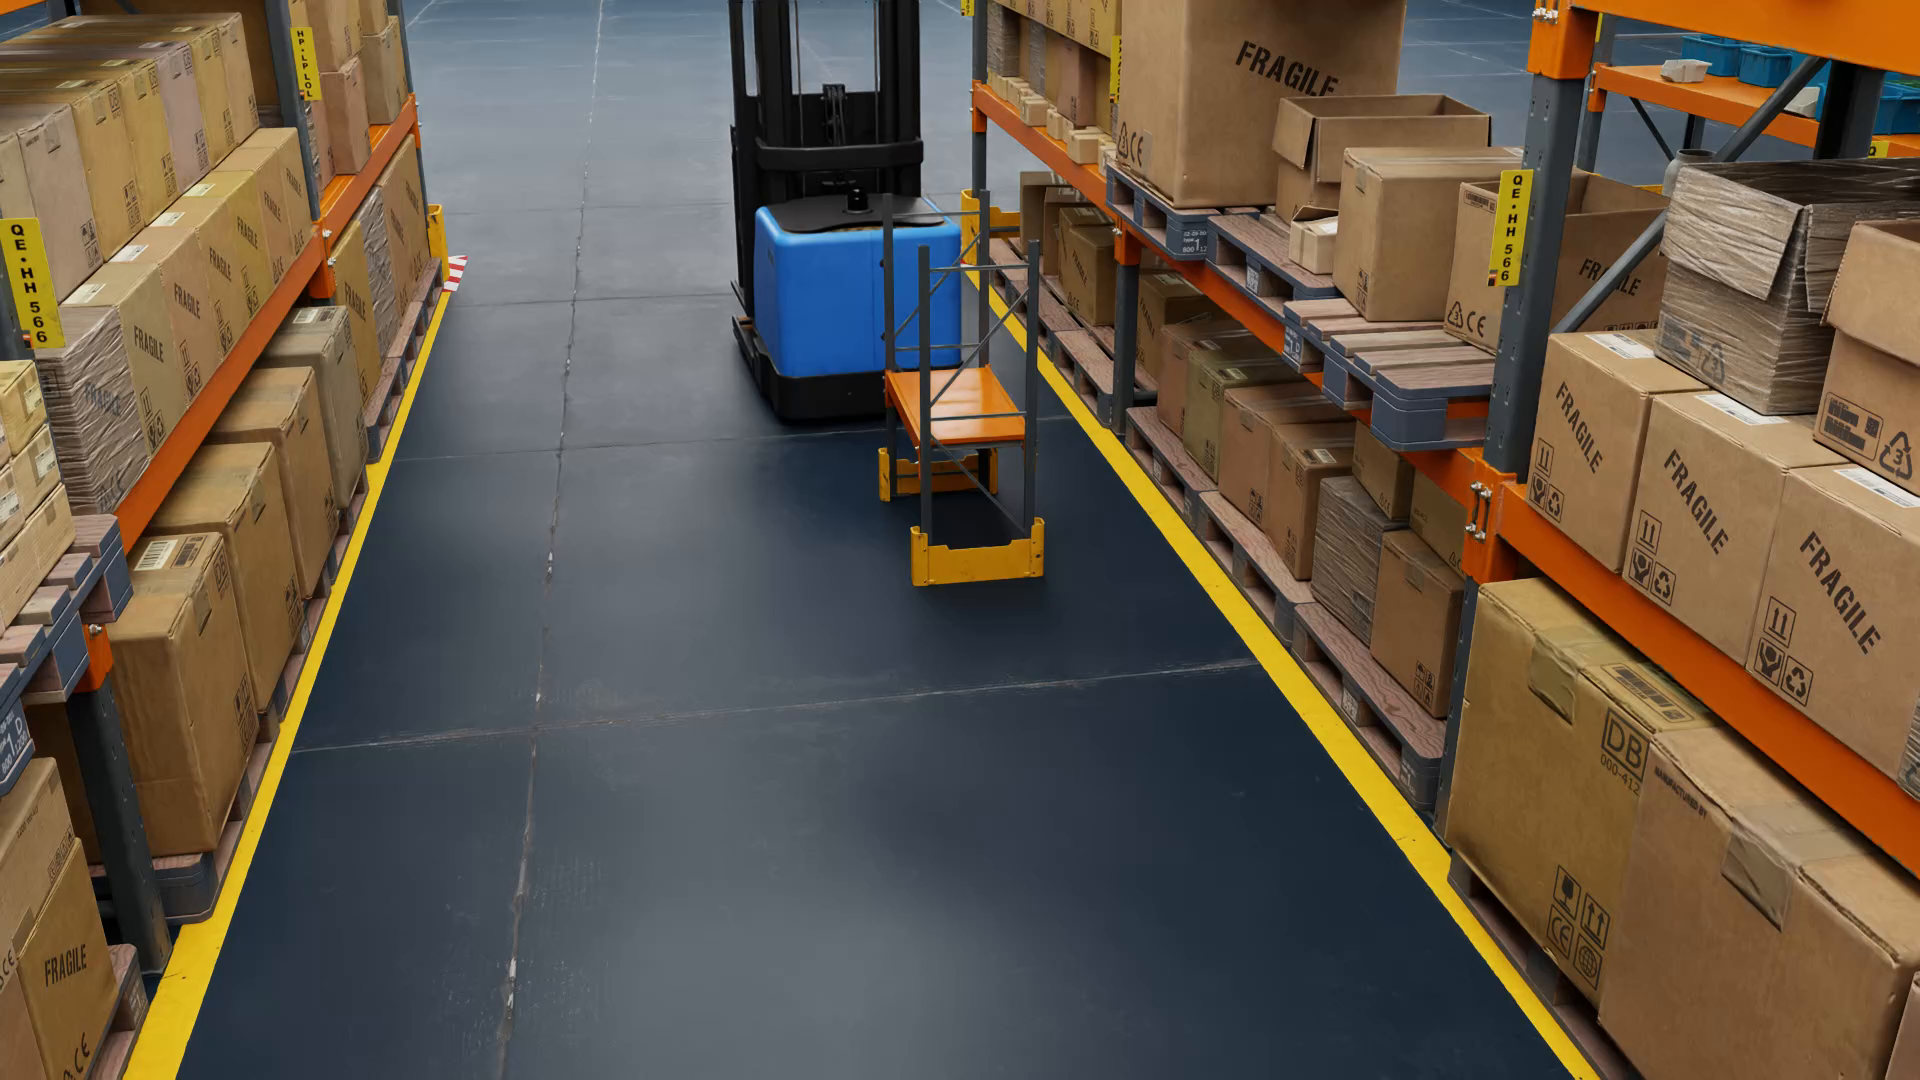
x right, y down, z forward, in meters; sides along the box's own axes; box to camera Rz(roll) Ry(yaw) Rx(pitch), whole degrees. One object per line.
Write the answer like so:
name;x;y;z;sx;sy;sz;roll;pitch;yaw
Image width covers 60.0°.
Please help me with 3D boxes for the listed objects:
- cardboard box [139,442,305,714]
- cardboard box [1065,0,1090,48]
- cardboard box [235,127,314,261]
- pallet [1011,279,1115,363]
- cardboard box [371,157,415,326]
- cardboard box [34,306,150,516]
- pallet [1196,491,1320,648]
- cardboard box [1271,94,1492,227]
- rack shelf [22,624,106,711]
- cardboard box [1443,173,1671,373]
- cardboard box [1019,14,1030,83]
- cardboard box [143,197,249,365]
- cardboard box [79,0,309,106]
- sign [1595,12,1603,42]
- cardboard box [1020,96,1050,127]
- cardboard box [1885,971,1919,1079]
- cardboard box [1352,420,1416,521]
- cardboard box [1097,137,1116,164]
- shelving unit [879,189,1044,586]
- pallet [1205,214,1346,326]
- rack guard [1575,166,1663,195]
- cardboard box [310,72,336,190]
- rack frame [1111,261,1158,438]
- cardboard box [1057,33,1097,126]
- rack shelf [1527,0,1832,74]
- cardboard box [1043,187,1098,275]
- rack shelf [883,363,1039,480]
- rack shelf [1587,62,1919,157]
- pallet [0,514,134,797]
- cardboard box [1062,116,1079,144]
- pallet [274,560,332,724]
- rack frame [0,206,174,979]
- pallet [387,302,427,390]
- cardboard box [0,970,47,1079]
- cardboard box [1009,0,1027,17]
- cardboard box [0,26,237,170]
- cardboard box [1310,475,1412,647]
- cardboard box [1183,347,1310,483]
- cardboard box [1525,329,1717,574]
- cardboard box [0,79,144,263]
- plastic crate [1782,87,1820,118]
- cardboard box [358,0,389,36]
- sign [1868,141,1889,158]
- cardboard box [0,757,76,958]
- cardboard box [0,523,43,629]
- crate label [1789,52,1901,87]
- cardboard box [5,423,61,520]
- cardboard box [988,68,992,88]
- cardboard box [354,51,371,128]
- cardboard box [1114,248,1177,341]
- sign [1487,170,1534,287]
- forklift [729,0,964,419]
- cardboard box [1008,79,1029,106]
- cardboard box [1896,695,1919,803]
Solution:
cardboard box;-3.011;0.157;5.928;1.050;0.750;0.750;-4;24;-9
cardboard box;0.884;-2.986;9.093;0.500;0.500;0.500;-4;24;-10
cardboard box;-3.203;-1.525;7.369;0.500;0.500;0.500;-4;24;-10
pallet;0.943;-1.457;10.822;1.003;0.211;1.213;-4;24;-10
cardboard box;-3.946;-1.849;10.366;0.875;0.875;0.875;-5;24;-11
cardboard box;-2.640;-0.334;4.642;0.500;0.500;0.500;-4;24;-9
pallet;1.706;0.073;7.320;1.003;0.211;1.213;-4;24;-10
cardboard box;1.743;-1.557;6.913;0.797;0.503;0.637;-2;24;-4
rack shelf;-2.452;1.025;2.554;1.077;0.370;4.000;-4;24;-10
cardboard box;1.932;-0.867;5.337;0.500;0.500;0.500;-7;25;-16
cardboard box;0.877;-3.341;11.157;0.875;0.500;0.500;-4;24;-10
cardboard box;-2.919;-0.928;6.002;0.500;0.500;0.500;-5;24;-10
cardboard box;-3.596;-2.376;7.906;0.875;0.550;0.550;-4;24;-10
sign;4.918;-4.020;12.861;0.100;0.325;0.005;-4;24;-10
cardboard box;0.592;-2.723;10.552;0.380;0.149;0.250;-4;24;-10
cardboard box;2.507;1.334;3.078;1.225;0.875;0.875;-5;24;-12
cardboard box;1.810;-0.288;6.298;0.500;0.250;0.500;-2;24;-4
cardboard box;0.979;-2.142;9.220;0.380;0.149;0.250;-4;24;-10
shelving unit;-0.014;-0.717;7.518;0.587;1.500;1.083;-4;24;-10
pallet;1.665;-1.107;6.775;1.003;0.211;1.213;-4;24;-10
rack guard;5.520;-2.760;13.445;1.175;0.500;0.348;-4;24;-10
cardboard box;-3.766;-2.092;8.606;0.875;0.550;0.550;-4;24;-10
rack frame;1.331;-1.992;8.564;1.000;3.000;0.127;-4;24;-10
cardboard box;1.060;-2.744;9.789;0.875;0.500;0.500;-4;24;-10
rack shelf;1.701;-2.250;6.306;1.077;0.370;4.000;-4;24;-10
cardboard box;0.835;-2.133;11.484;0.500;0.500;0.500;2;24;4
rack shelf;-0.016;-0.556;7.599;0.538;0.185;1.000;-4;24;-10
rack shelf;5.829;-2.816;11.348;1.077;0.370;4.000;-4;24;-10
pallet;-2.586;0.269;3.626;1.213;0.211;1.003;-4;24;-10
cardboard box;0.820;-2.435;9.892;0.380;0.149;0.250;-4;24;-10
pallet;-3.116;0.392;6.589;1.003;0.211;1.213;-4;24;-10
rack frame;-2.822;-0.091;4.212;1.000;3.000;0.127;-4;24;-10
pallet;-3.854;-1.173;10.171;1.003;0.211;1.213;-4;24;-10
cardboard box;-2.351;1.306;3.611;0.500;0.500;0.500;-3;24;-8
cardboard box;0.605;-3.576;10.443;0.500;0.500;0.500;-4;24;-10
cardboard box;-3.367;-1.772;6.685;0.700;0.500;0.500;-5;24;-11
cardboard box;1.812;0.046;6.471;0.700;0.500;0.500;-6;24;-14
cardboard box;1.493;-0.616;7.986;0.700;0.500;0.500;-4;24;-10
cardboard box;1.894;-0.253;4.457;0.500;0.500;0.500;-4;24;-8
cardboard box;-3.087;-1.173;5.314;0.700;0.500;0.500;-5;24;-11
plastic crate;5.650;-2.858;10.875;0.530;0.136;0.437;-4;24;-10
cardboard box;-4.079;-3.443;10.350;0.875;0.550;0.550;-4;24;-10
sign;2.616;-0.992;4.826;0.100;0.325;0.005;-4;24;-10
cardboard box;-2.438;0.768;3.906;0.500;0.250;0.500;-5;24;-11
cardboard box;-2.235;0.089;3.588;0.380;0.149;0.250;-4;24;-10
crate label;6.065;-3.244;11.386;0.502;0.435;0.616;-4;24;-10
cardboard box;-2.283;-0.144;3.751;0.380;0.149;0.250;-4;24;-9
cardboard box;0.410;-3.321;11.919;0.380;0.149;0.250;-4;24;-10
cardboard box;-4.085;-2.720;10.043;0.875;0.550;0.550;-4;24;-10
cardboard box;1.183;-1.424;9.861;0.500;0.500;0.500;3;24;7
sign;1.539;-0.869;4.645;0.100;0.325;0.005;-4;24;-10
forklift;-0.833;-2.565;9.960;1.130;2.935;3.031;-6;24;-13
cardboard box;0.536;-3.025;11.242;0.380;0.149;0.250;-4;24;-10
cardboard box;2.180;0.347;3.082;0.500;0.500;0.500;-4;24;-10
